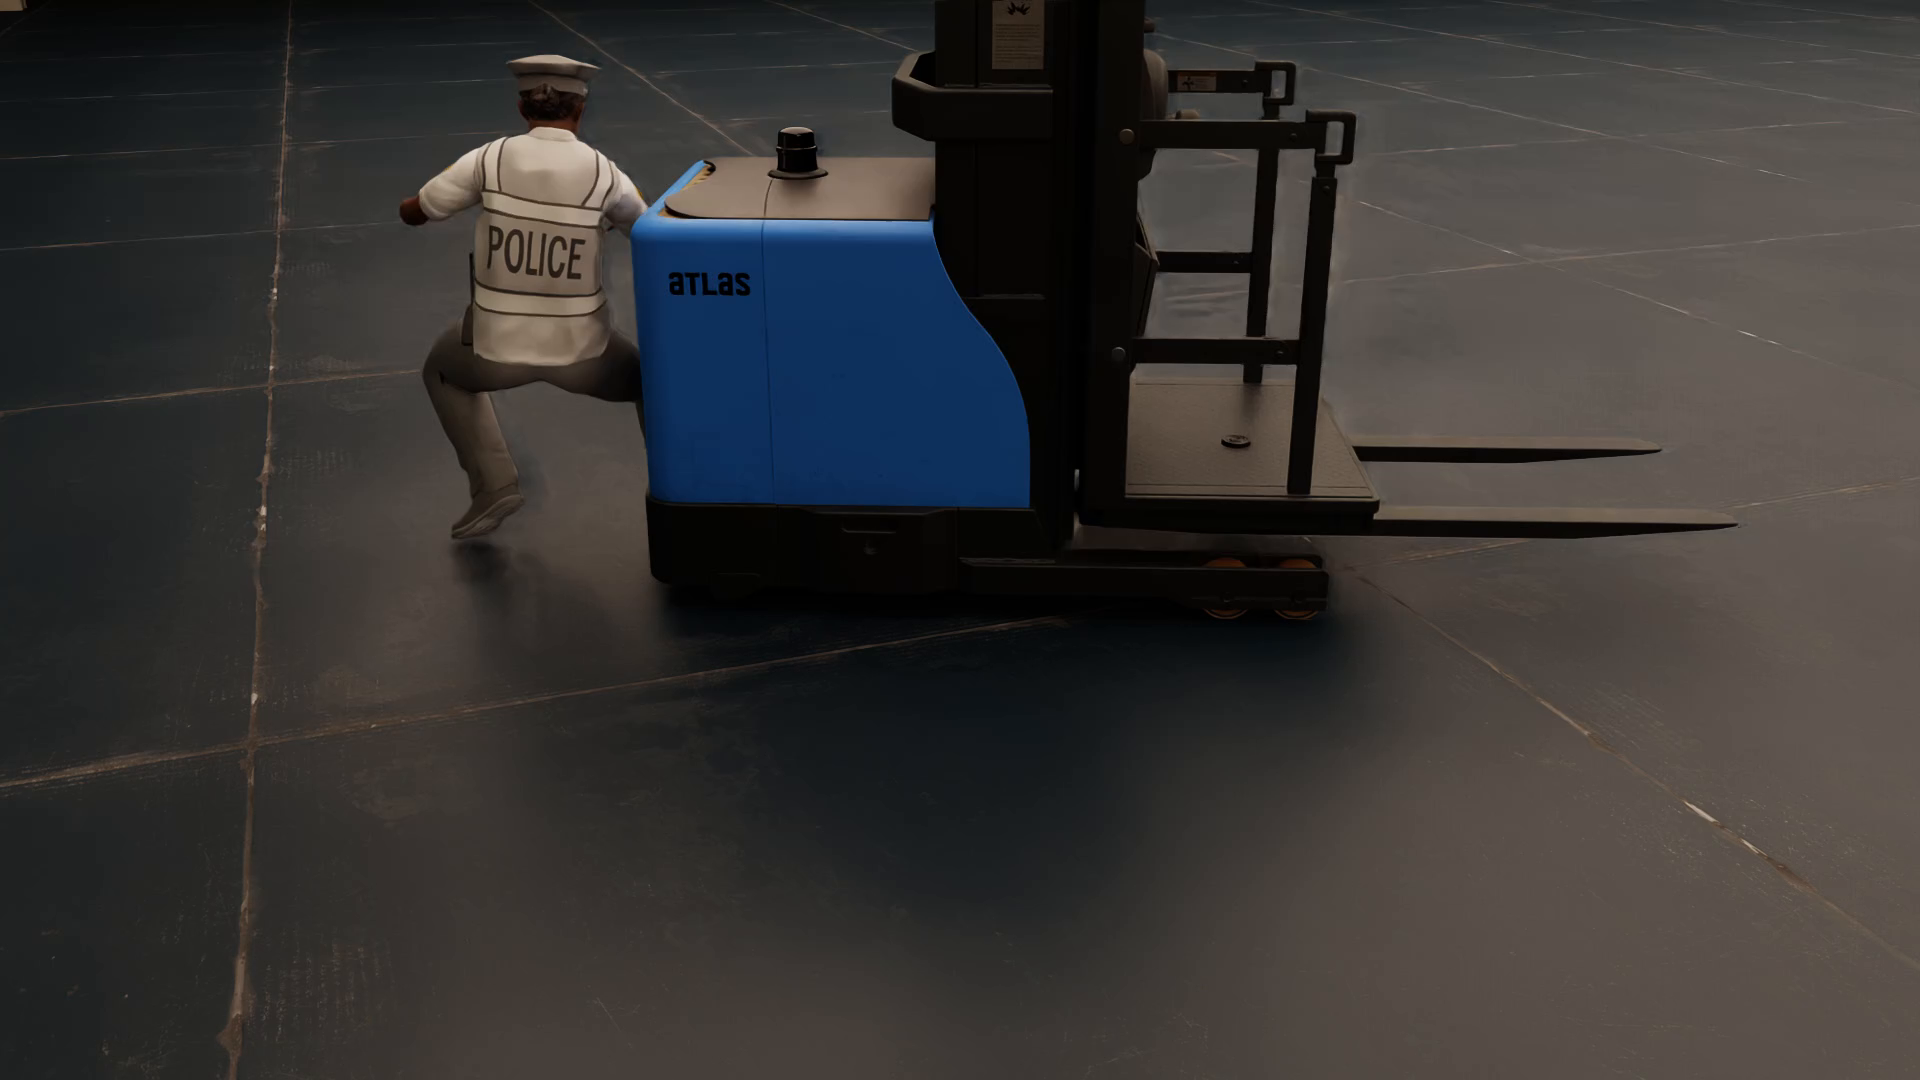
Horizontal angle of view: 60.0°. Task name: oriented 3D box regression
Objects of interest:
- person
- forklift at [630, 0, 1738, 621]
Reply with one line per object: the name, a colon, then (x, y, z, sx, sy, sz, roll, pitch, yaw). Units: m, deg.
person: (-1.166, -0.678, 4.832, 0.879, 1.437, 0.743, -3, 23, -7)
forklift: (0.660, -1.341, 4.488, 3.031, 2.935, 1.130, 1, 23, 2)
